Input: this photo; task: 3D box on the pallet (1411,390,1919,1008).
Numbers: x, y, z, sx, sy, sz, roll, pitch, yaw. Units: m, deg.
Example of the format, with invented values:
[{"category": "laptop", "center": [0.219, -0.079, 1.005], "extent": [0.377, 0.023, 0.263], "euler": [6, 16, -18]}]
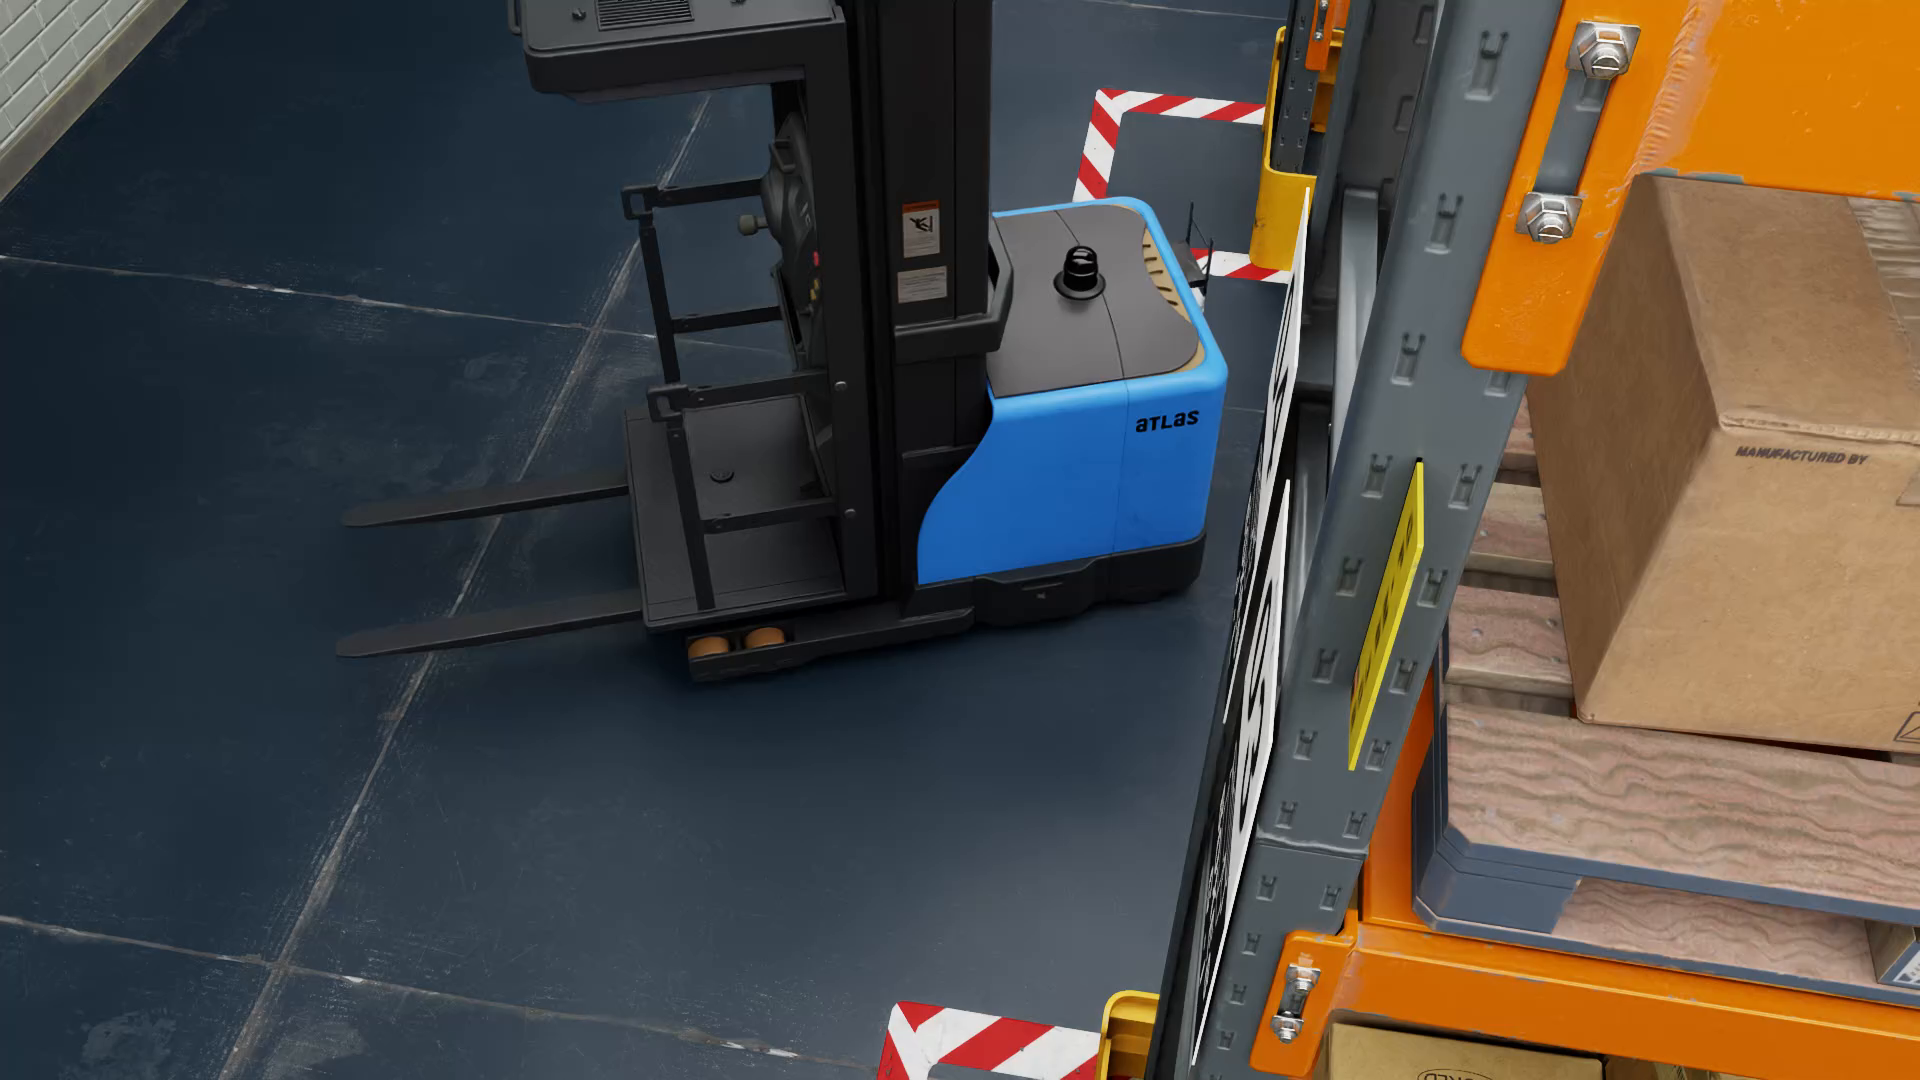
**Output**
[{"category": "pallet", "center": [1.220, 0.111, 2.177], "extent": [1.213, 0.211, 1.003], "euler": [8, 49, 7]}]

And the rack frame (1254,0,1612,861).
[{"category": "rack frame", "center": [0.488, -1.012, 1.110], "extent": [0.127, 3.000, 1.000], "euler": [8, 49, 7]}]

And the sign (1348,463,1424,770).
[{"category": "sign", "center": [0.384, 0.077, 1.507], "extent": [0.005, 0.325, 0.100], "euler": [8, 49, 7]}]

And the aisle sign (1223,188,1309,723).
[{"category": "aisle sign", "center": [0.471, -0.105, 2.580], "extent": [0.004, 0.787, 0.394], "euler": [8, 49, 7]}]

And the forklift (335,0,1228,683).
[{"category": "forklift", "center": [-0.693, -0.919, 5.106], "extent": [3.031, 2.935, 1.130], "euler": [-9, 49, -8]}]

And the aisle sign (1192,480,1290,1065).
[{"category": "aisle sign", "center": [0.364, 0.334, 2.185], "extent": [0.004, 0.787, 0.394], "euler": [8, 49, 7]}]

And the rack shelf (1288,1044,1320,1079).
[{"category": "rack shelf", "center": [2.456, 1.498, 3.371], "extent": [4.000, 0.370, 1.077], "euler": [8, 49, 7]}]

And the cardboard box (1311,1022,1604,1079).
[{"category": "cardboard box", "center": [0.913, 1.205, 3.052], "extent": [0.500, 0.250, 0.500], "euler": [7, 48, 6]}]

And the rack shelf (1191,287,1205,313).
[{"category": "rack shelf", "center": [0.790, -0.953, 6.304], "extent": [0.200, 0.077, 0.258], "euler": [-10, 49, -9]}]

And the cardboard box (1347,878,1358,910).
[{"category": "cardboard box", "center": [1.014, 0.565, 3.122], "extent": [0.500, 0.500, 0.500], "euler": [8, 49, 7]}]

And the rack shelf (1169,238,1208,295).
[{"category": "rack shelf", "center": [0.790, -1.013, 6.237], "extent": [0.200, 0.077, 0.258], "euler": [-10, 49, -9]}]

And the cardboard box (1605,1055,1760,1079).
[{"category": "cardboard box", "center": [1.405, 1.020, 2.713], "extent": [0.500, 0.500, 0.500], "euler": [7, 48, 6]}]

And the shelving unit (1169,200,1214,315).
[{"category": "shelving unit", "center": [0.791, -0.855, 6.413], "extent": [0.210, 0.900, 0.258], "euler": [-10, 49, -9]}]

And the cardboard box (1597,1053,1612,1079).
[{"category": "cardboard box", "center": [1.511, 0.881, 3.343], "extent": [0.500, 0.250, 0.500], "euler": [7, 48, 6]}]

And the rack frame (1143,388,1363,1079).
[{"category": "rack frame", "center": [0.488, 0.993, 3.341], "extent": [0.127, 3.000, 1.000], "euler": [8, 49, 7]}]

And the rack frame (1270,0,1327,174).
[{"category": "rack frame", "center": [1.470, -2.624, 6.591], "extent": [0.127, 3.000, 1.000], "euler": [8, 49, 7]}]

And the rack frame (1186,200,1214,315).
[{"category": "rack frame", "center": [0.889, -0.873, 6.429], "extent": [0.006, 0.900, 0.240], "euler": [-10, 49, -9]}]

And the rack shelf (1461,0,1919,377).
[{"category": "rack shelf", "center": [2.456, -0.373, 1.288], "extent": [4.000, 0.370, 1.077], "euler": [8, 49, 7]}]

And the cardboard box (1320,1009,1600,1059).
[{"category": "cardboard box", "center": [1.012, 0.814, 3.403], "extent": [0.500, 0.250, 0.500], "euler": [7, 48, 6]}]

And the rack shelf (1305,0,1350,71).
[{"category": "rack shelf", "center": [3.438, -2.119, 6.621], "extent": [4.000, 0.370, 1.077], "euler": [8, 49, 7]}]

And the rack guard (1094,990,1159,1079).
[{"category": "rack guard", "center": [0.465, 1.825, 4.274], "extent": [0.348, 0.500, 1.175], "euler": [8, 49, 7]}]

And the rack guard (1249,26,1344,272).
[{"category": "rack guard", "center": [1.545, -1.779, 7.512], "extent": [0.348, 0.500, 1.175], "euler": [8, 49, 7]}]

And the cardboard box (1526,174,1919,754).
[{"category": "cardboard box", "center": [1.009, -0.187, 1.968], "extent": [0.500, 0.500, 0.700], "euler": [5, 48, 5]}]

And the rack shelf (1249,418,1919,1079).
[{"category": "rack shelf", "center": [2.456, 0.495, 2.255], "extent": [4.000, 0.370, 1.077], "euler": [8, 49, 7]}]
